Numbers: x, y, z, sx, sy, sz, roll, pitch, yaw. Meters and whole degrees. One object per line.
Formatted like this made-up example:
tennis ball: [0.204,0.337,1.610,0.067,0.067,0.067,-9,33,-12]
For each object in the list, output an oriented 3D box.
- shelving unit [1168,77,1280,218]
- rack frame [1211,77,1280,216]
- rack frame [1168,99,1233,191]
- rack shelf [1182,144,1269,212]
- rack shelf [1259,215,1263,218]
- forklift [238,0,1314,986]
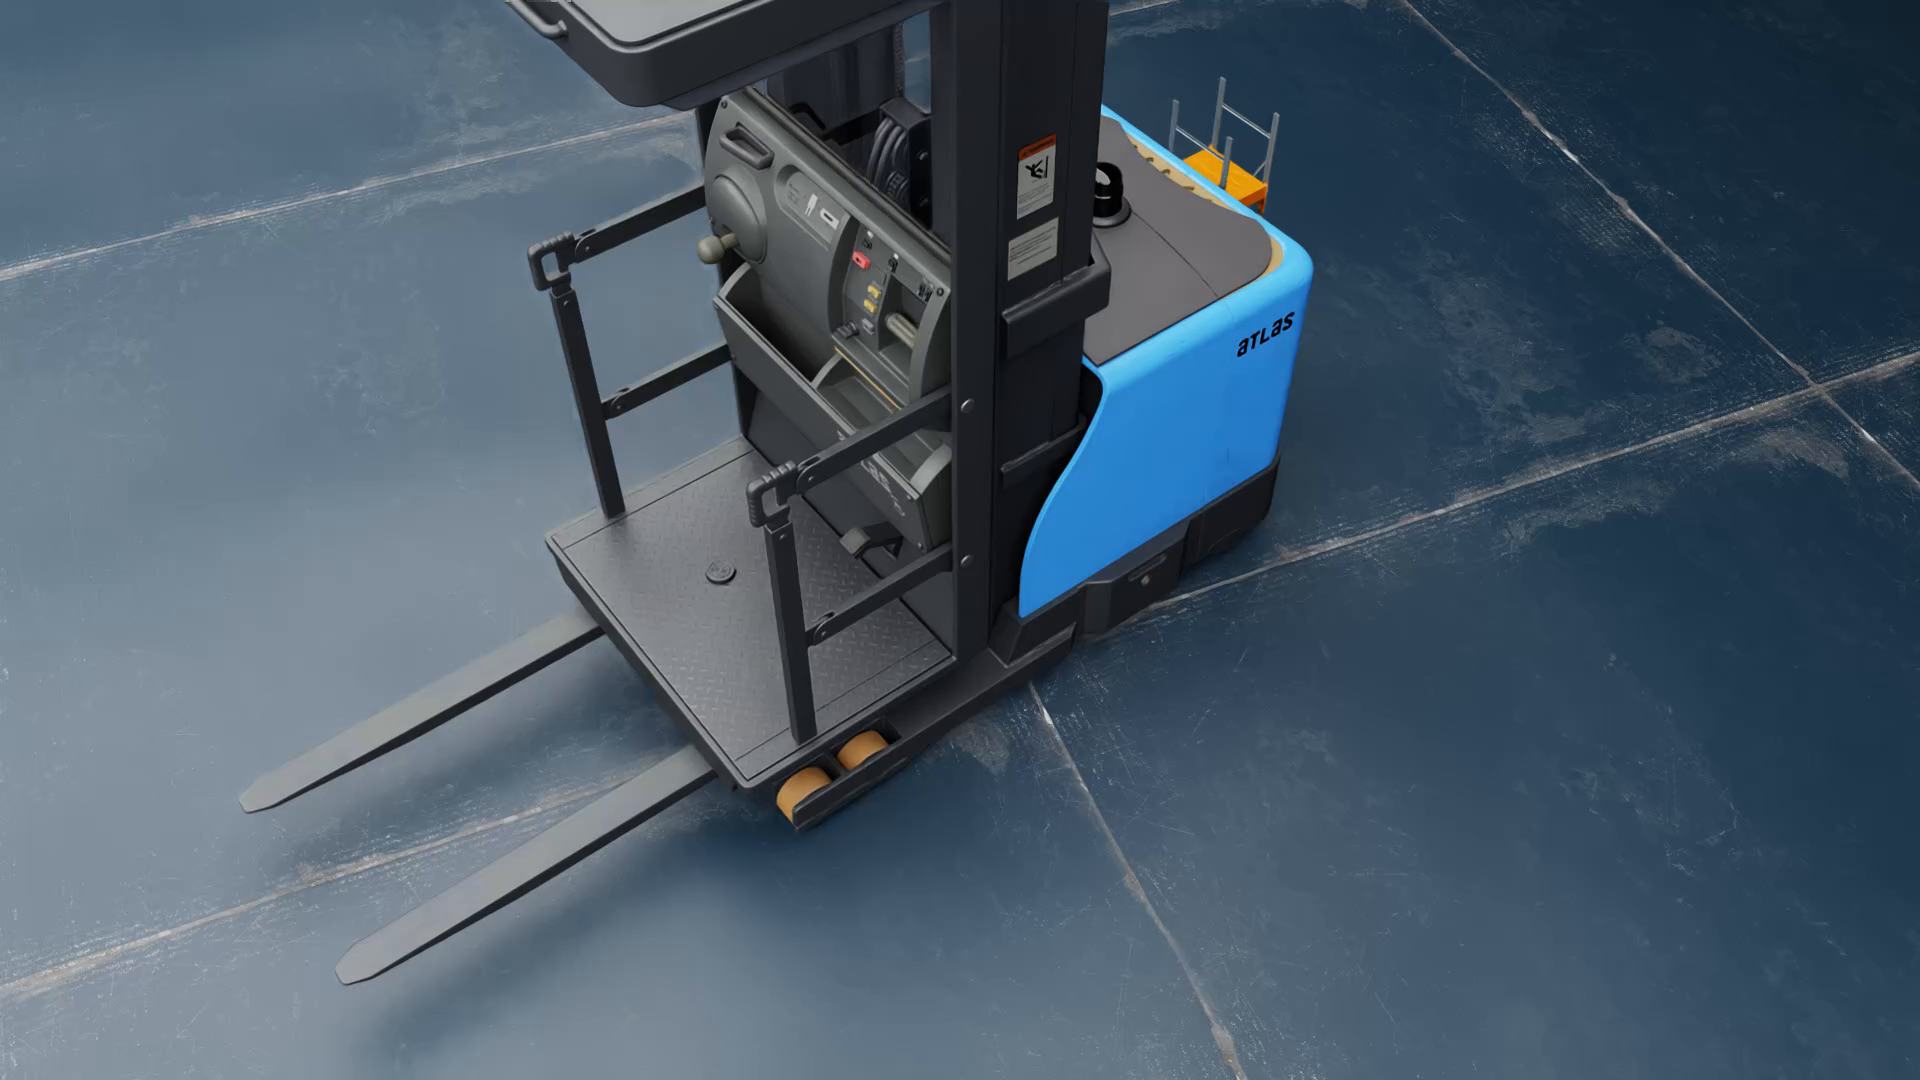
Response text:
shelving unit: [0.758,-0.837,5.178,0.189,1.200,0.258,-30,56,-23]
rack frame: [0.830,-0.880,5.215,0.006,1.200,0.240,-30,56,-23]
rack frame: [0.685,-0.795,5.142,0.006,1.200,0.240,-30,56,-23]
rack shelf: [0.758,-1.043,4.939,0.180,0.103,0.258,-30,56,-23]
rack shelf: [0.758,-0.965,5.030,0.180,0.103,0.258,-30,56,-23]
forklift: [-0.497,-0.630,3.859,3.031,2.935,1.130,-30,56,-23]
